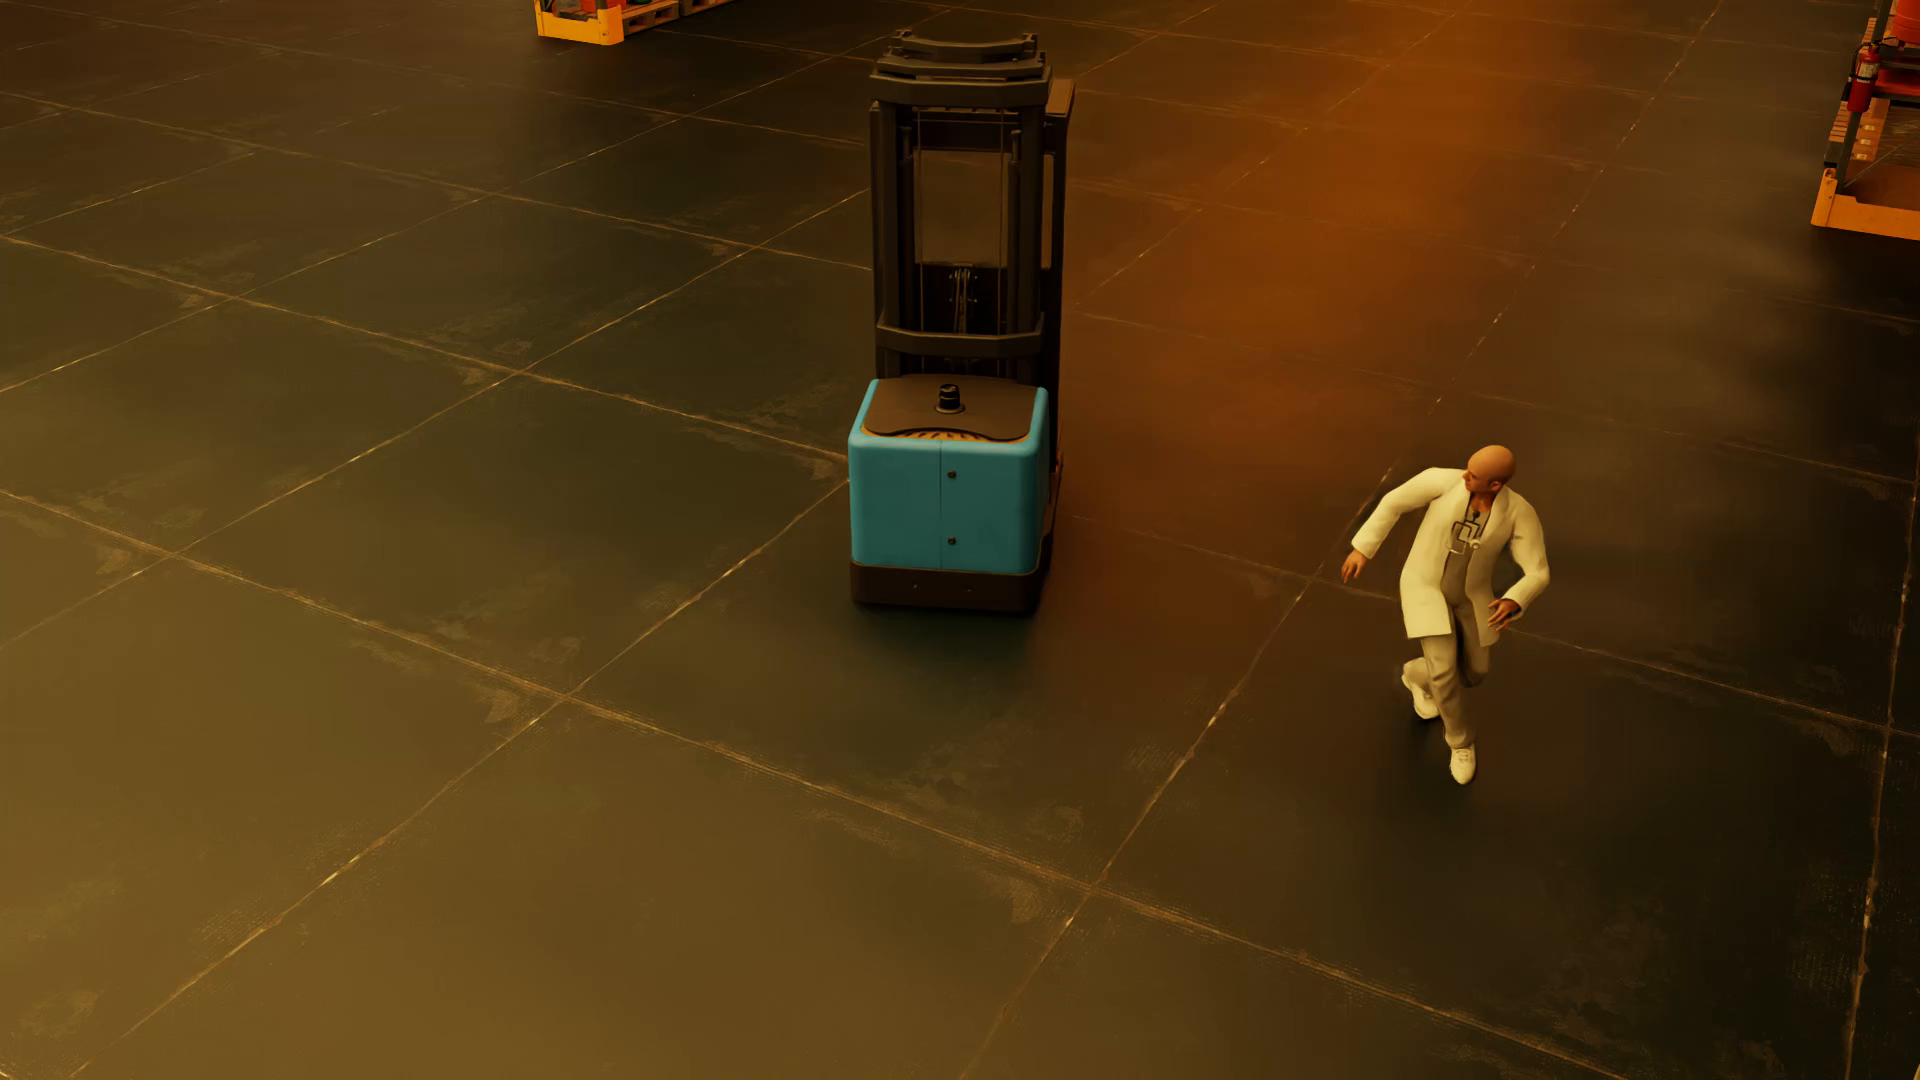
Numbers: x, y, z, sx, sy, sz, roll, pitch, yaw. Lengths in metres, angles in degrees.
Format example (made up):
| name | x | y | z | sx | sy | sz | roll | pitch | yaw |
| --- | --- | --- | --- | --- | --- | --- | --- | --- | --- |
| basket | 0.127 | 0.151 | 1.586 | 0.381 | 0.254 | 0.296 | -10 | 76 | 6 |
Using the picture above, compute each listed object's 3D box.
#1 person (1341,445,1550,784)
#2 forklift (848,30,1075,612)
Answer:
| name | x | y | z | sx | sy | sz | roll | pitch | yaw |
| --- | --- | --- | --- | --- | --- | --- | --- | --- | --- |
| person | 2.282 | 0.294 | 7.882 | 0.884 | 1.654 | 0.897 | 1 | 30 | 2 |
| forklift | 0.075 | -1.584 | 9.815 | 1.130 | 2.935 | 3.031 | 3 | 30 | 6 |
